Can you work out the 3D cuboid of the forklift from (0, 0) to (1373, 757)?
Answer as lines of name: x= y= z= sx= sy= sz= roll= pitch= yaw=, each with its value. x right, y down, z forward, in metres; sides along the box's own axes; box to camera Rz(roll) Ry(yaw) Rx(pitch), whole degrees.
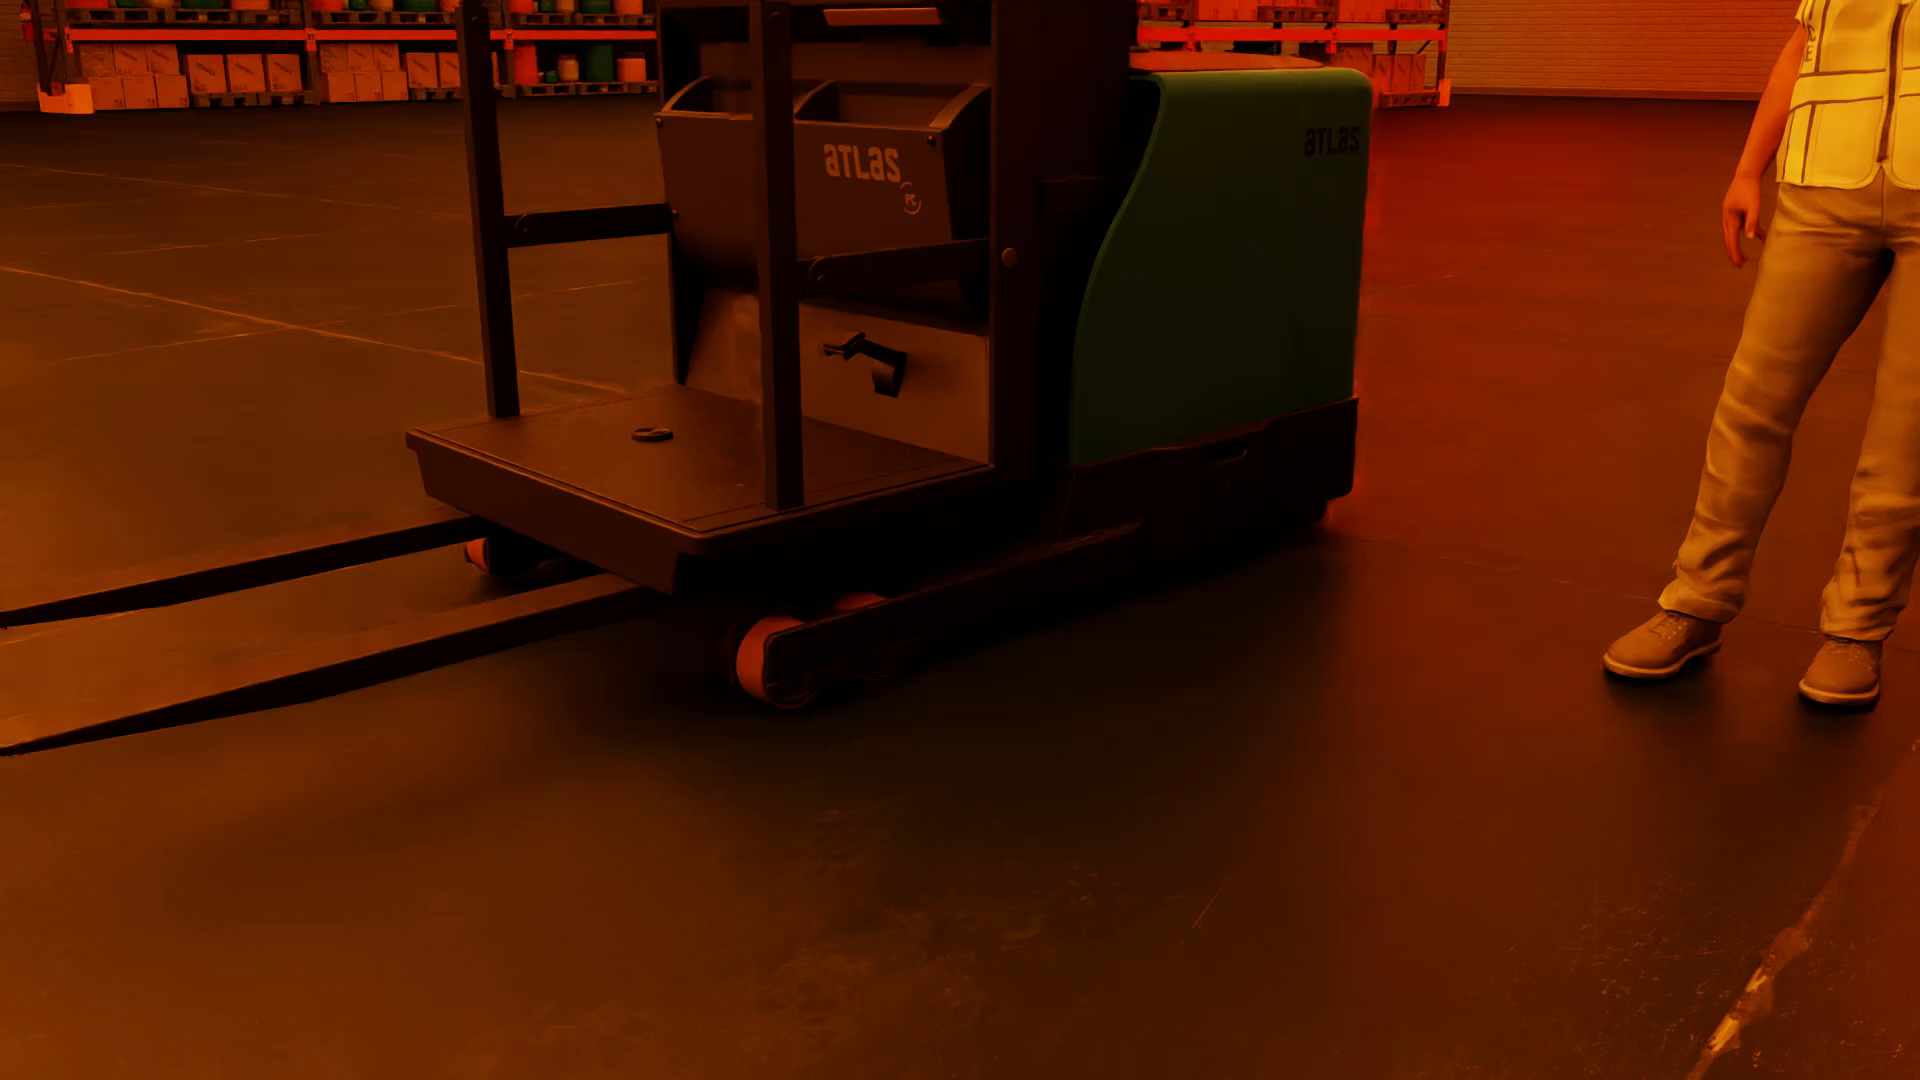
forklift: x=-0.450 y=-1.272 z=3.086 sx=3.031 sy=2.935 sz=1.130 roll=-15 pitch=23 yaw=-41

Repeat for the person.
person: x=1.573 y=-0.546 z=2.849 sx=0.599 sy=1.670 sz=0.529 roll=16 pitch=23 yaw=42
